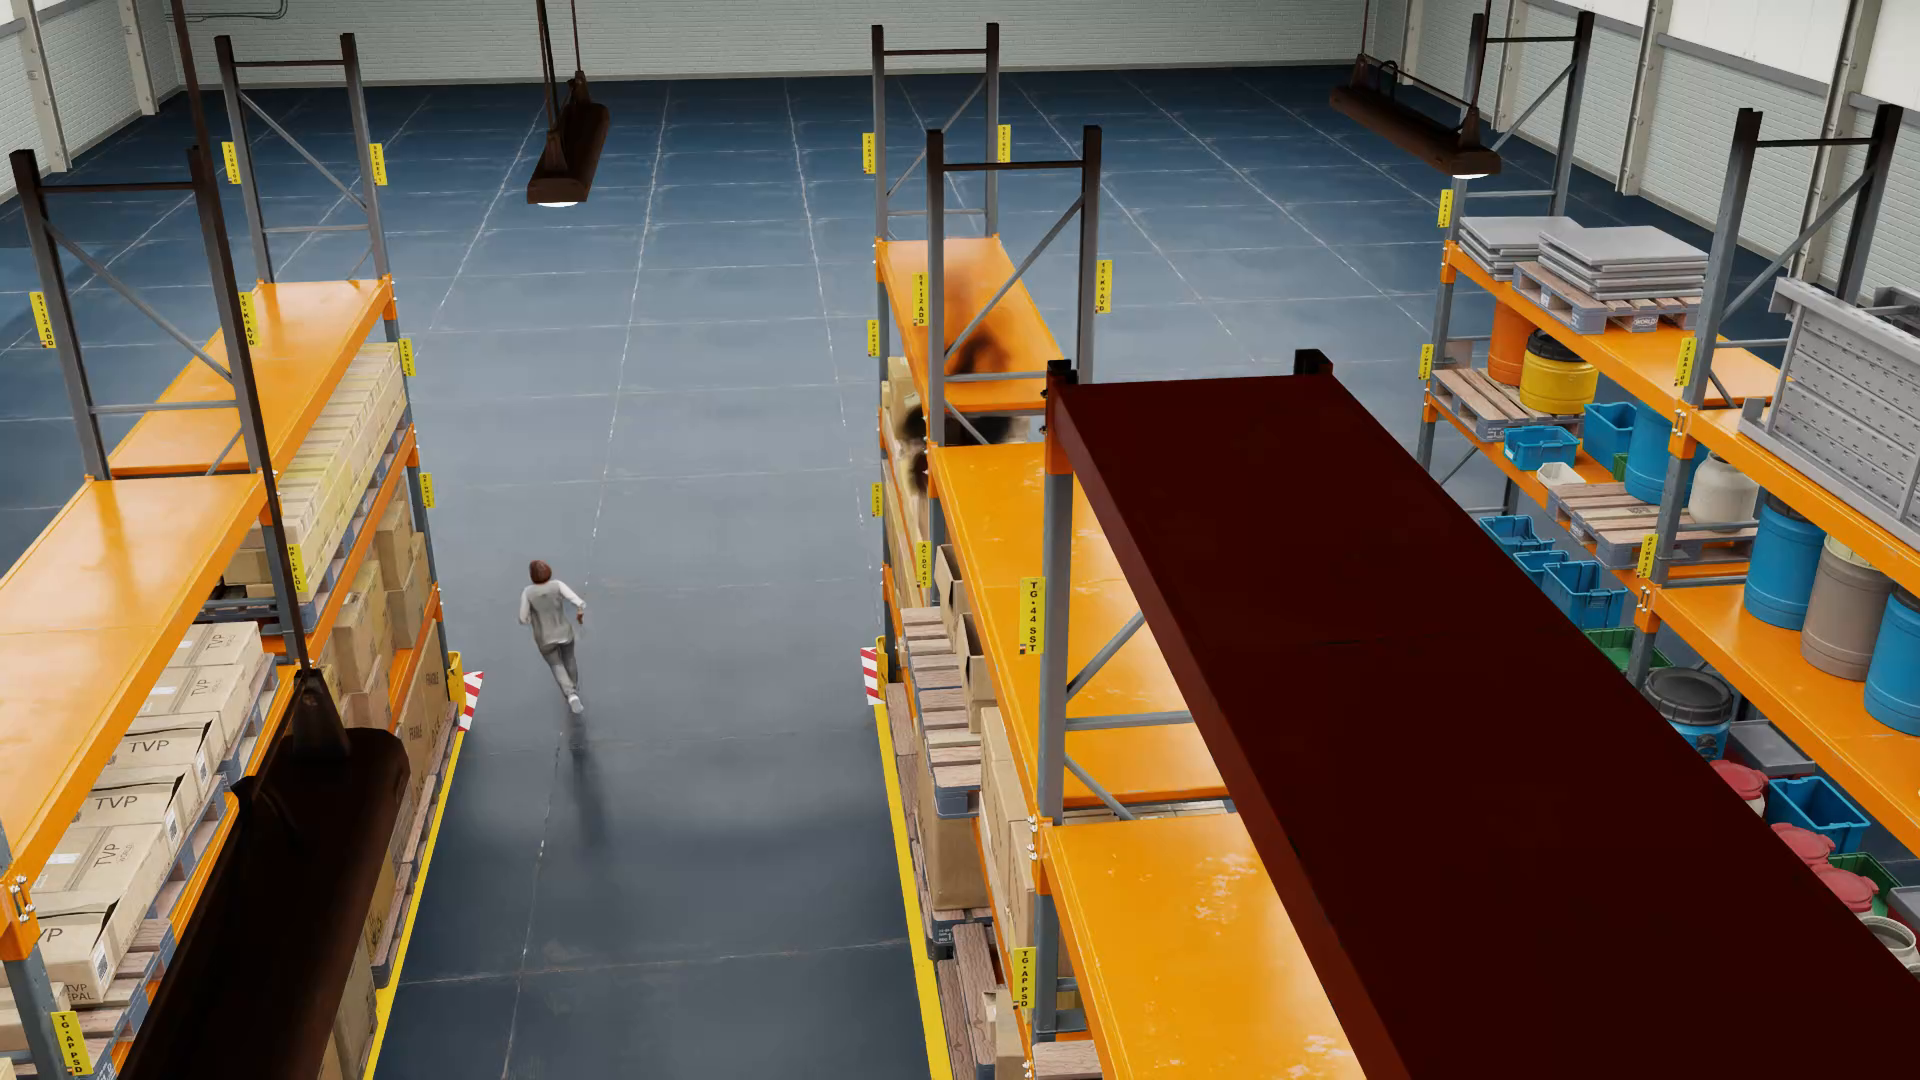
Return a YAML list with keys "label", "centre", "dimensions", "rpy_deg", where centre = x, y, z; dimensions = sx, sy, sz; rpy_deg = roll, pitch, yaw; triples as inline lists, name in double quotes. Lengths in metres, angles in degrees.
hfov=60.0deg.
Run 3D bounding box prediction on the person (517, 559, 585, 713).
- label: "person"
  centre: [-3.634, 0.868, 14.867]
  dimensions: [0.588, 1.547, 0.760]
  rpy_deg: [-10, 27, -21]
